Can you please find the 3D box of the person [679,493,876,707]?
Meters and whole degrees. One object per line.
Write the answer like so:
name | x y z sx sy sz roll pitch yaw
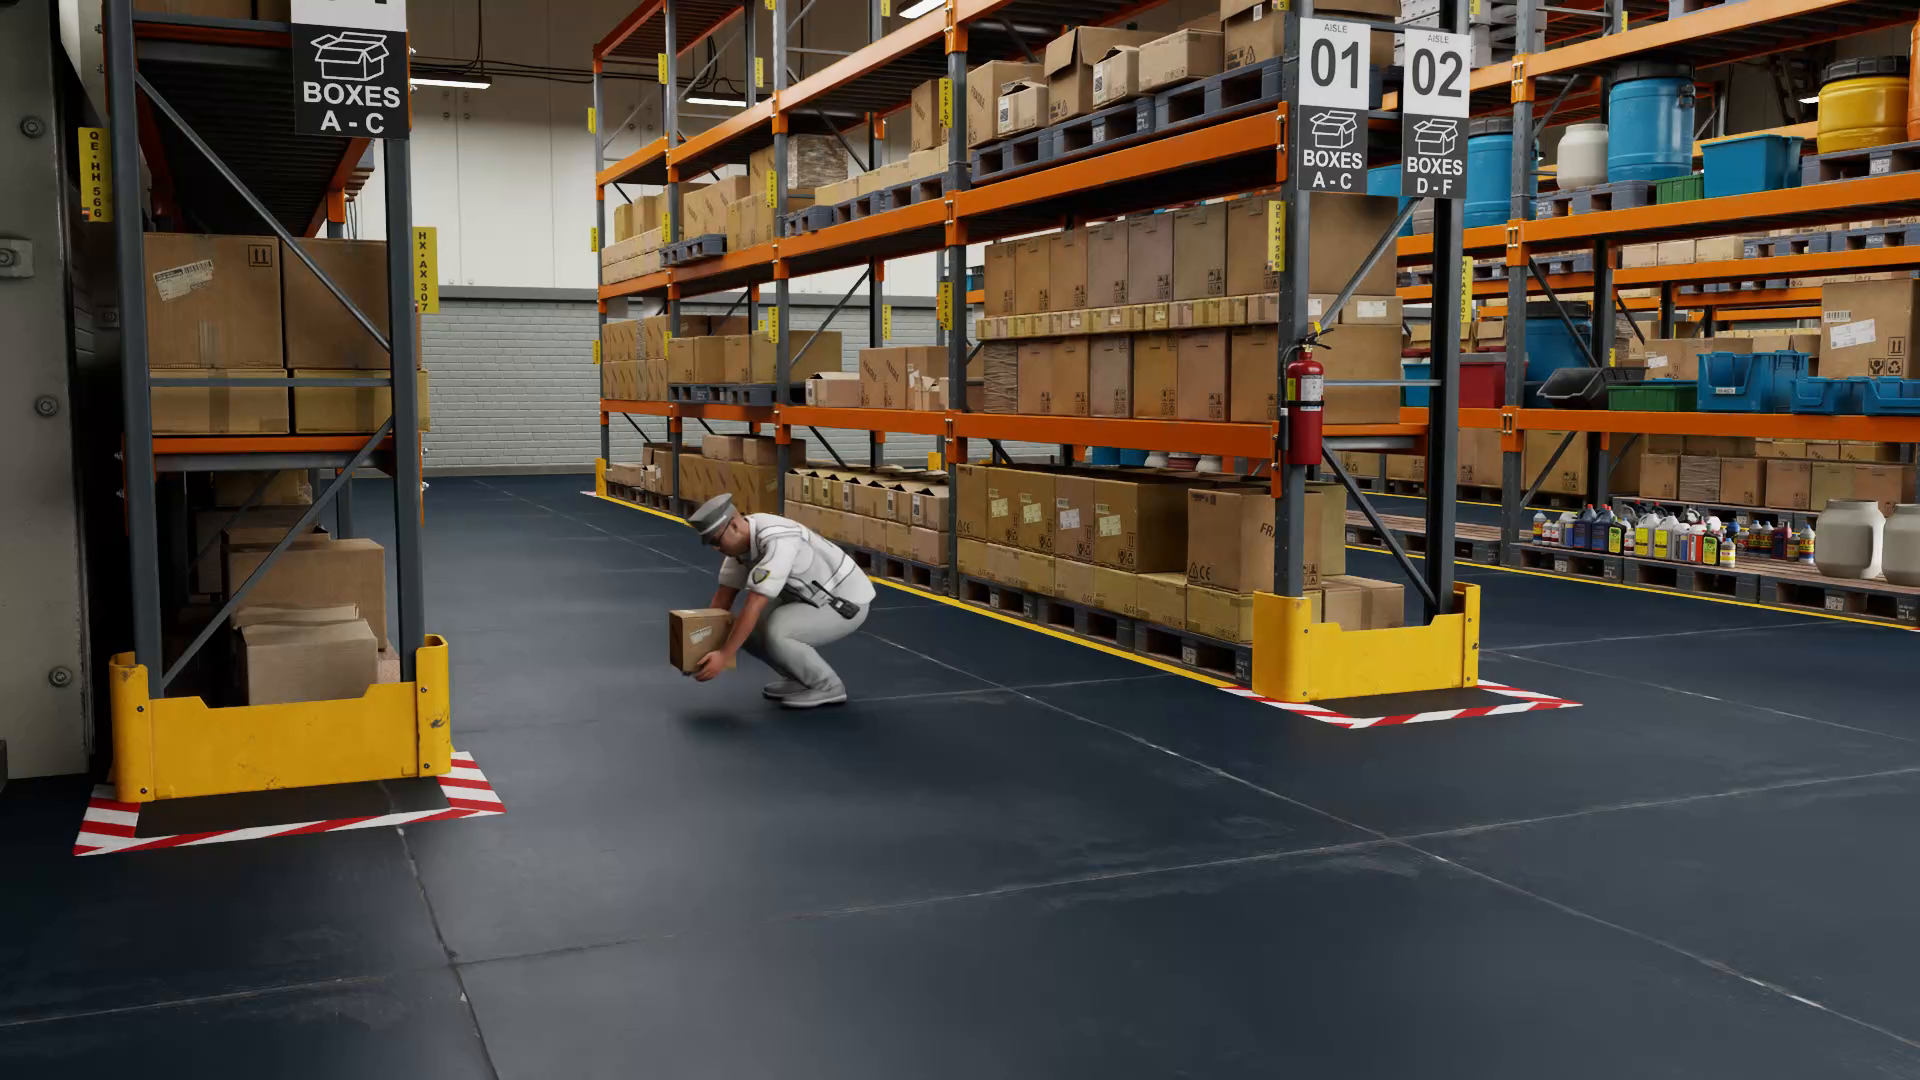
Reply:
person | -0.849 0.276 7.816 0.914 1.006 0.570 -2 6 -24
